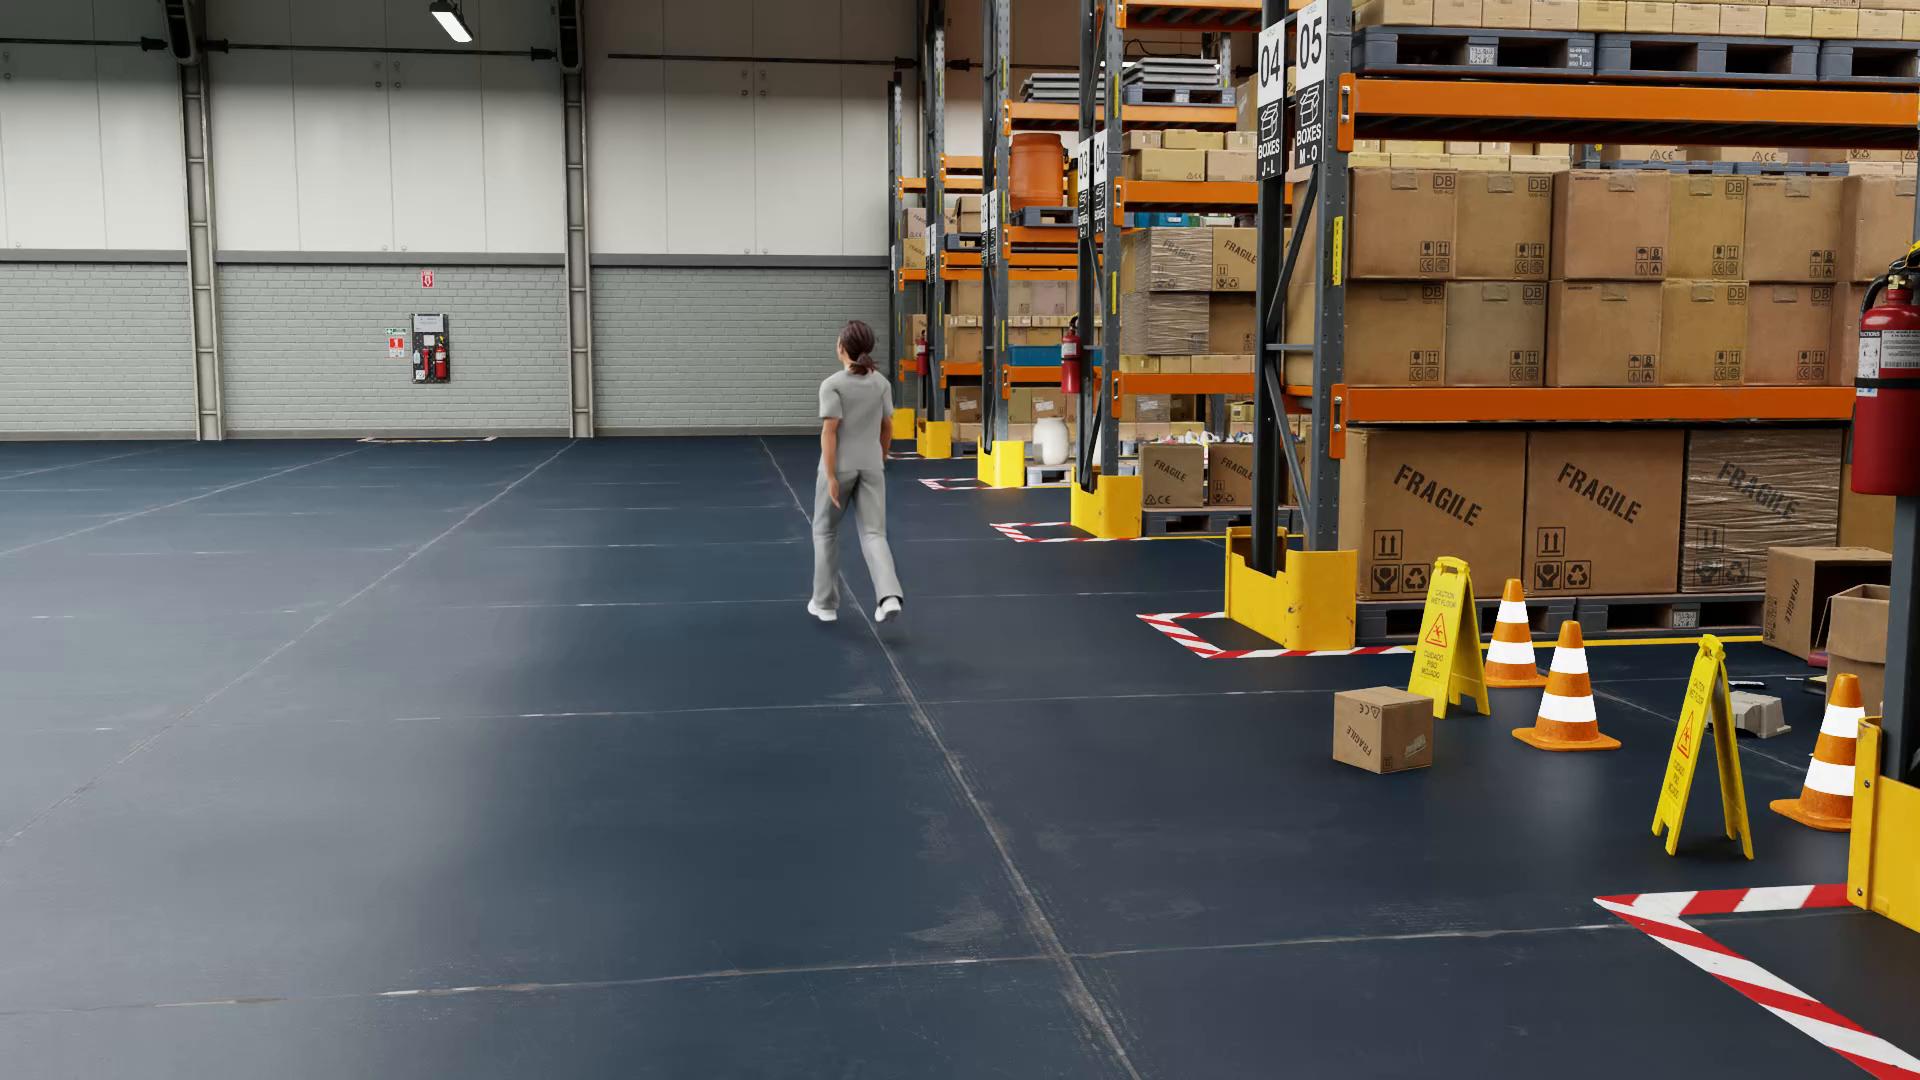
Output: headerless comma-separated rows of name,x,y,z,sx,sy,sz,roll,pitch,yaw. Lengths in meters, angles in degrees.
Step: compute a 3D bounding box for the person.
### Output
person,-0.554,-0.349,8.835,0.446,1.626,0.983,-3,7,-23
